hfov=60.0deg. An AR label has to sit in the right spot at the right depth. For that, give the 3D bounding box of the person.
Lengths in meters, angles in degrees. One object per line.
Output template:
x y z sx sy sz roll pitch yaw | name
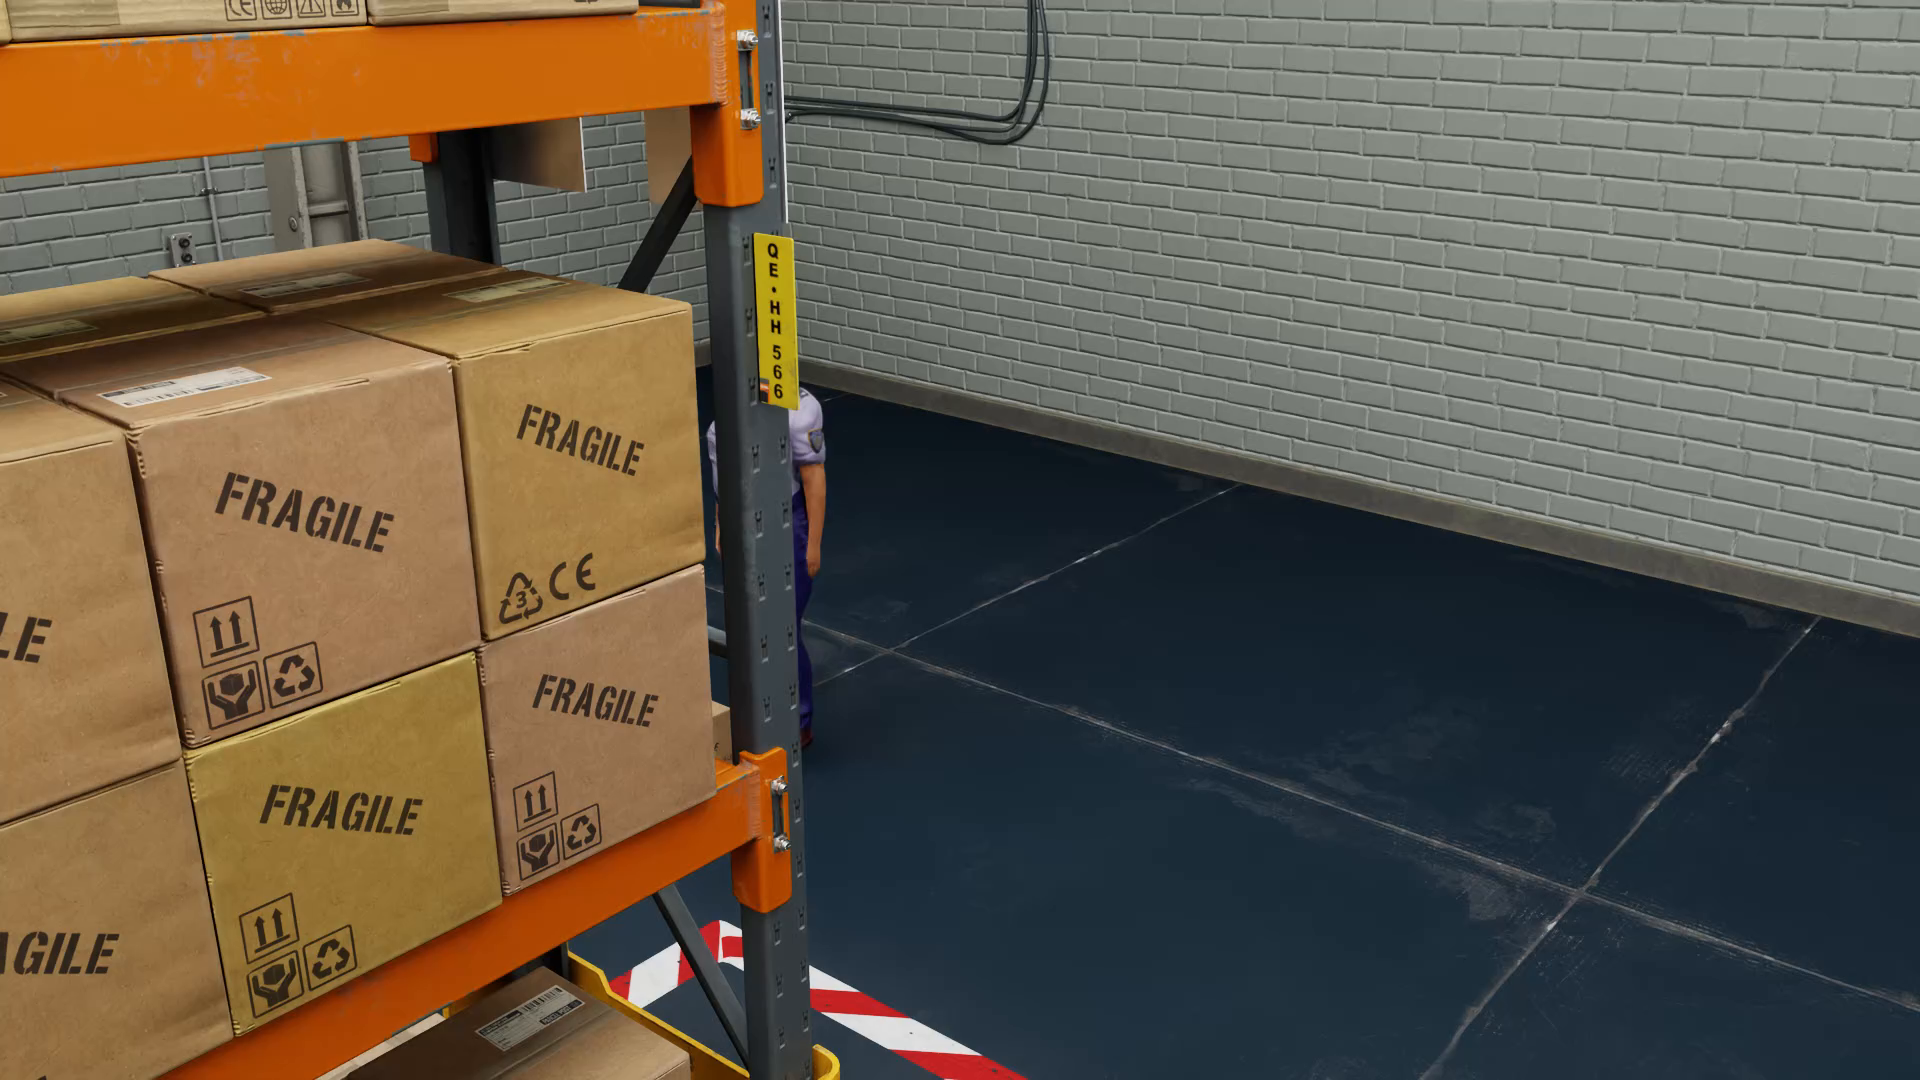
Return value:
-0.732 -0.023 6.232 0.578 1.655 0.572 15 25 36 | person
